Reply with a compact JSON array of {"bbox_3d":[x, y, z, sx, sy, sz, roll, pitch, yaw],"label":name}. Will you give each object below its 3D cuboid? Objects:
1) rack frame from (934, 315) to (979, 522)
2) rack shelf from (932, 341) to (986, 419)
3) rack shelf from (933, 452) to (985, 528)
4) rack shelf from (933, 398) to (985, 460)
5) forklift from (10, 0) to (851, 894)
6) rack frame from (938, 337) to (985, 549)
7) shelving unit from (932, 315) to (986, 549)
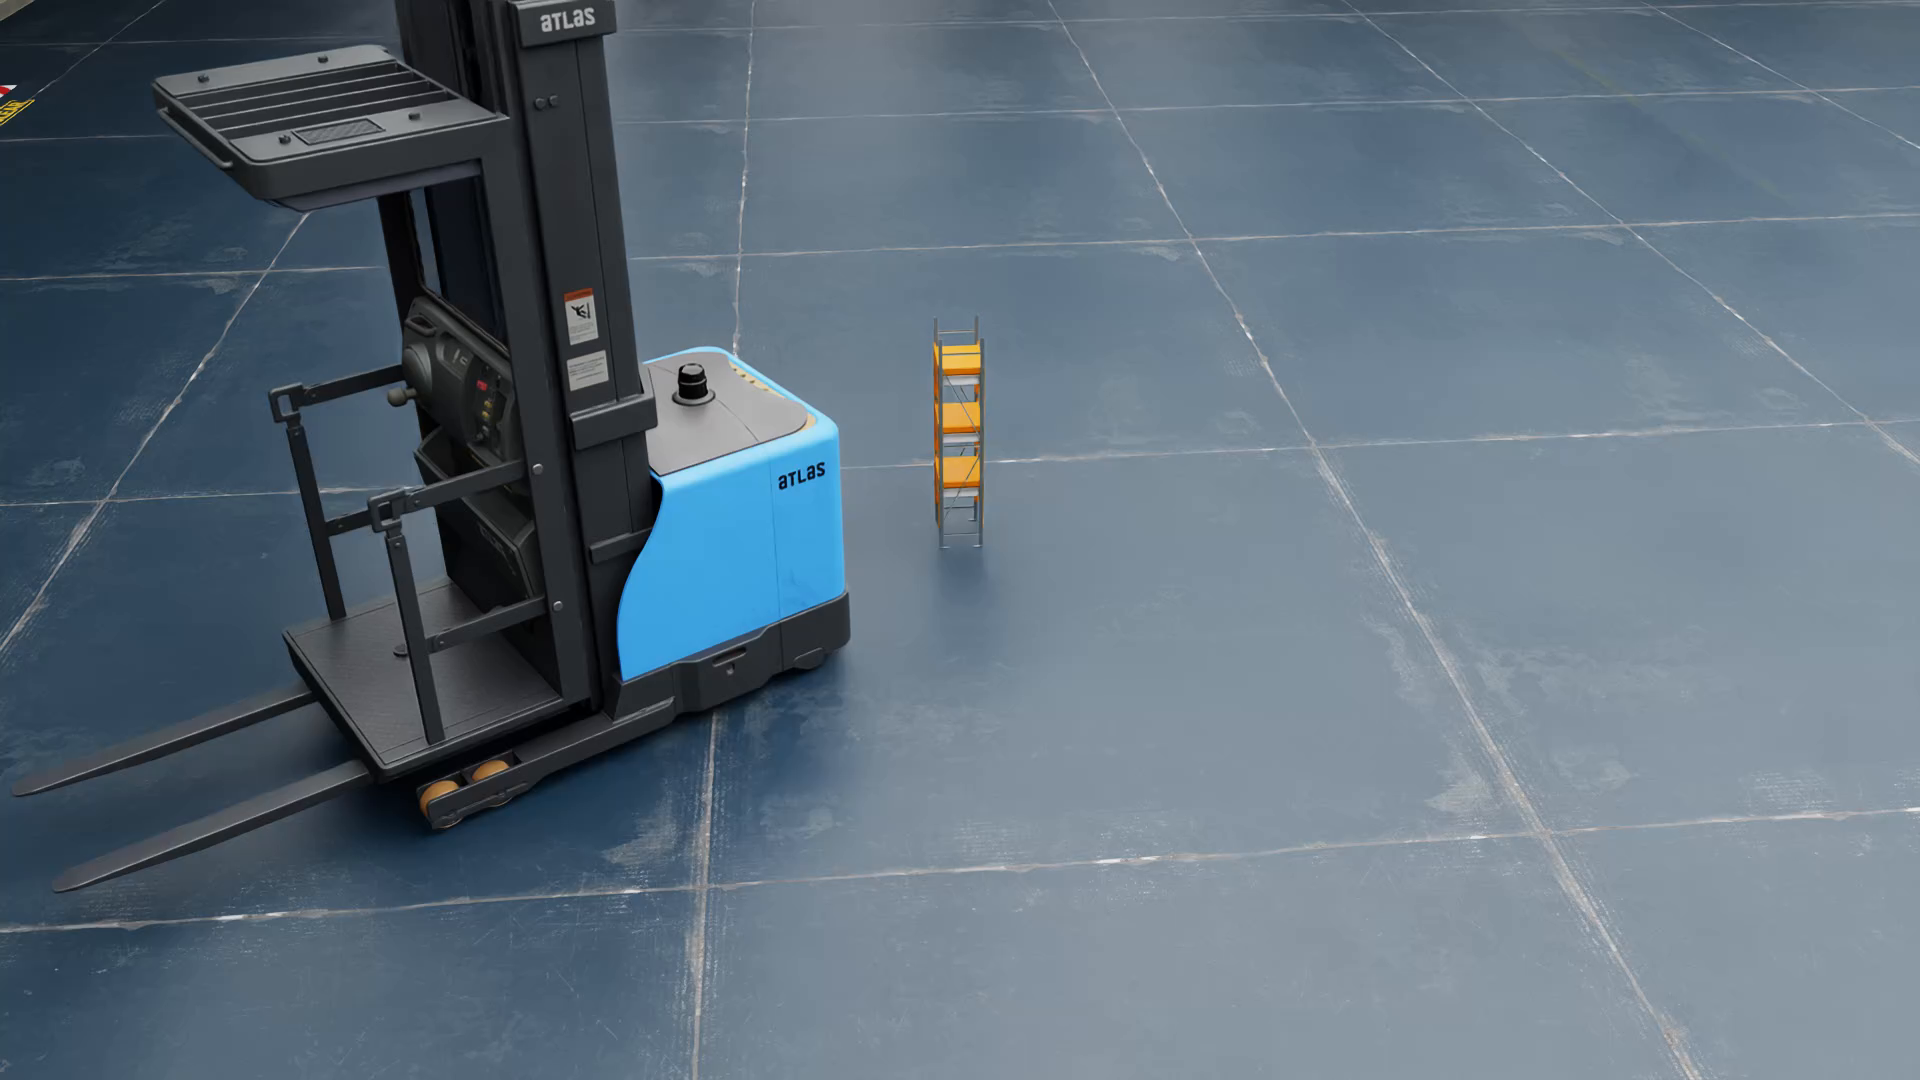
[{"bbox_3d":[-0.016,-0.540,7.631,0.200,1.050,0.008,-3,31,-5],"label":"rack frame"},{"bbox_3d":[-0.005,-0.713,7.386,0.215,0.259,0.240,-3,31,-5],"label":"rack shelf"},{"bbox_3d":[-0.005,-0.230,7.674,0.215,0.259,0.240,-3,31,-5],"label":"rack shelf"},{"bbox_3d":[-0.005,-0.469,7.532,0.215,0.259,0.240,-3,31,-5],"label":"rack shelf"},{"bbox_3d":[-1.937,-0.527,5.774,3.031,2.935,1.130,-21,37,-31],"label":"forklift"},{"bbox_3d":[0.006,-0.416,7.422,0.200,1.050,0.008,-3,31,-5],"label":"rack frame"},{"bbox_3d":[-0.005,-0.478,7.527,0.215,1.050,0.252,-3,31,-5],"label":"shelving unit"}]
